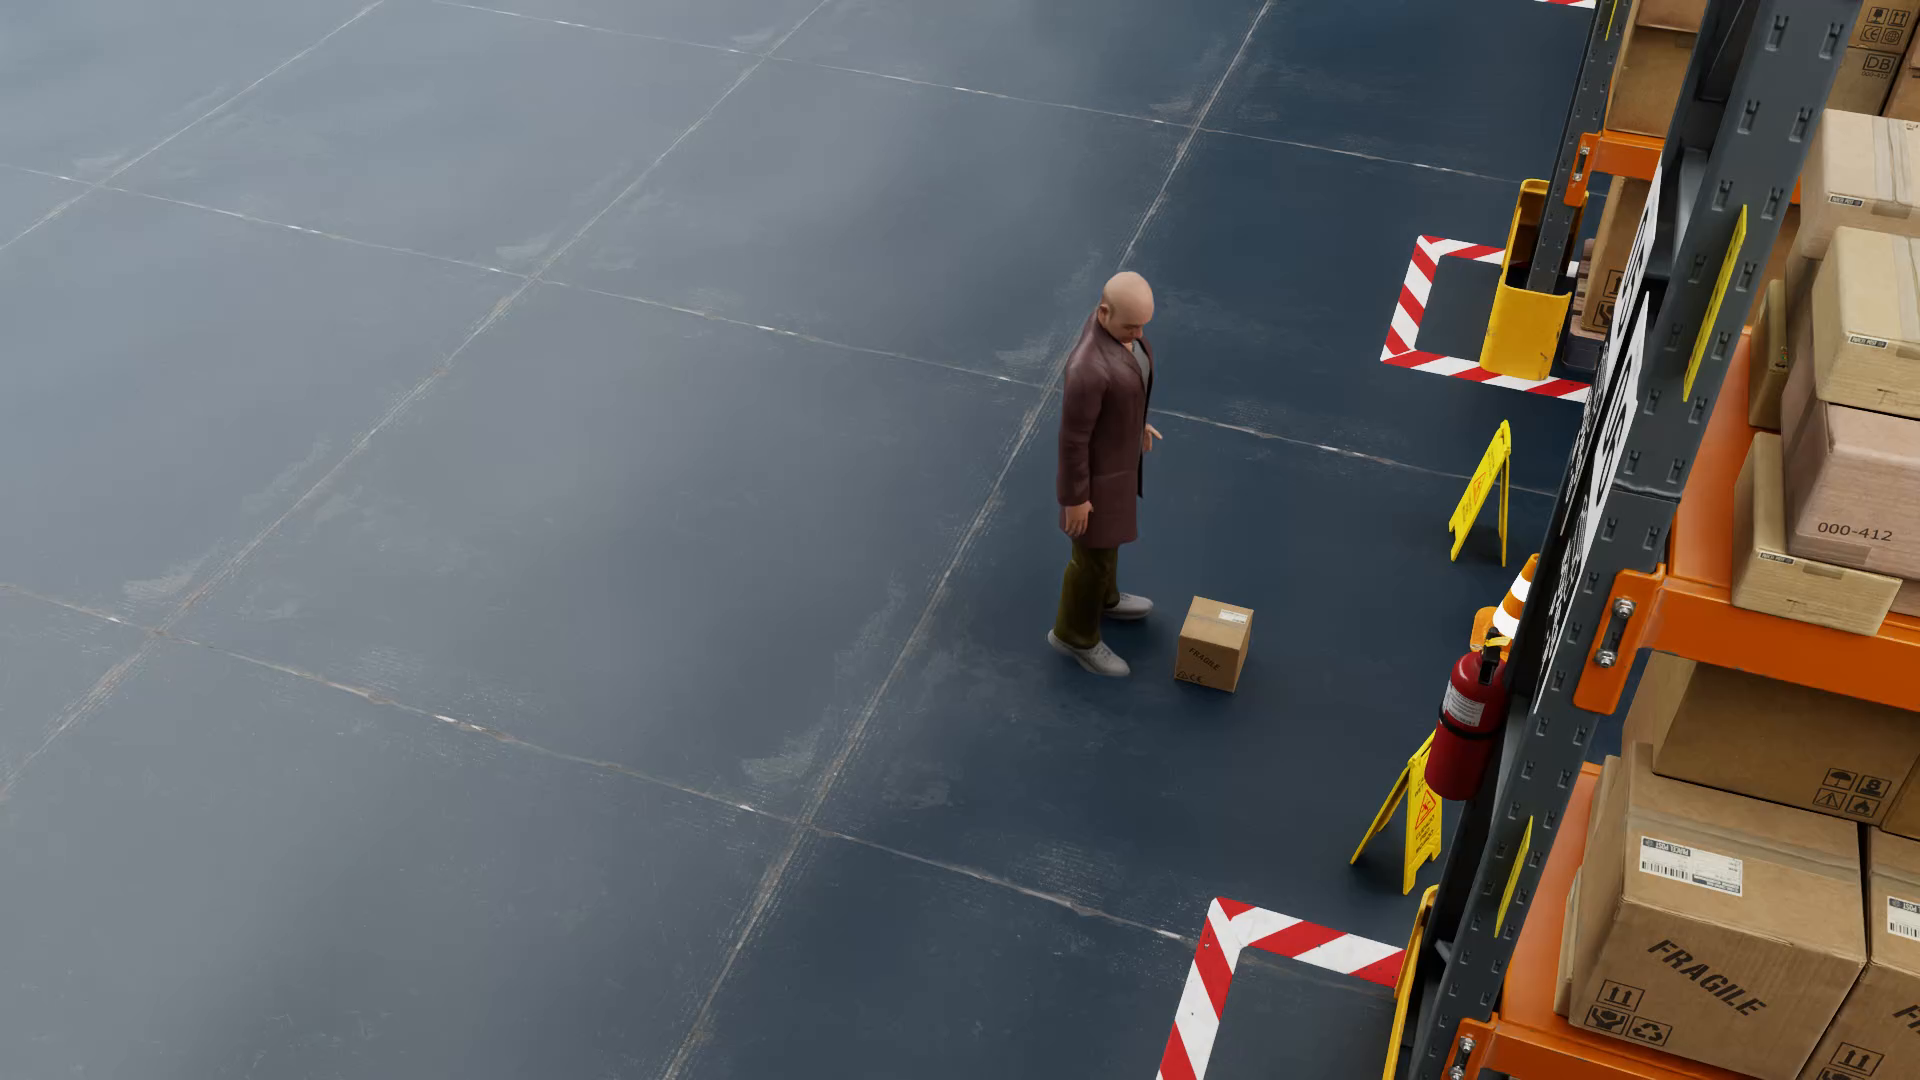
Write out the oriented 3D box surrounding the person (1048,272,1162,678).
[{"bbox_3d":[0.597,-0.278,6.494,0.404,1.819,0.672,9,42,10],"label":"person"}]
